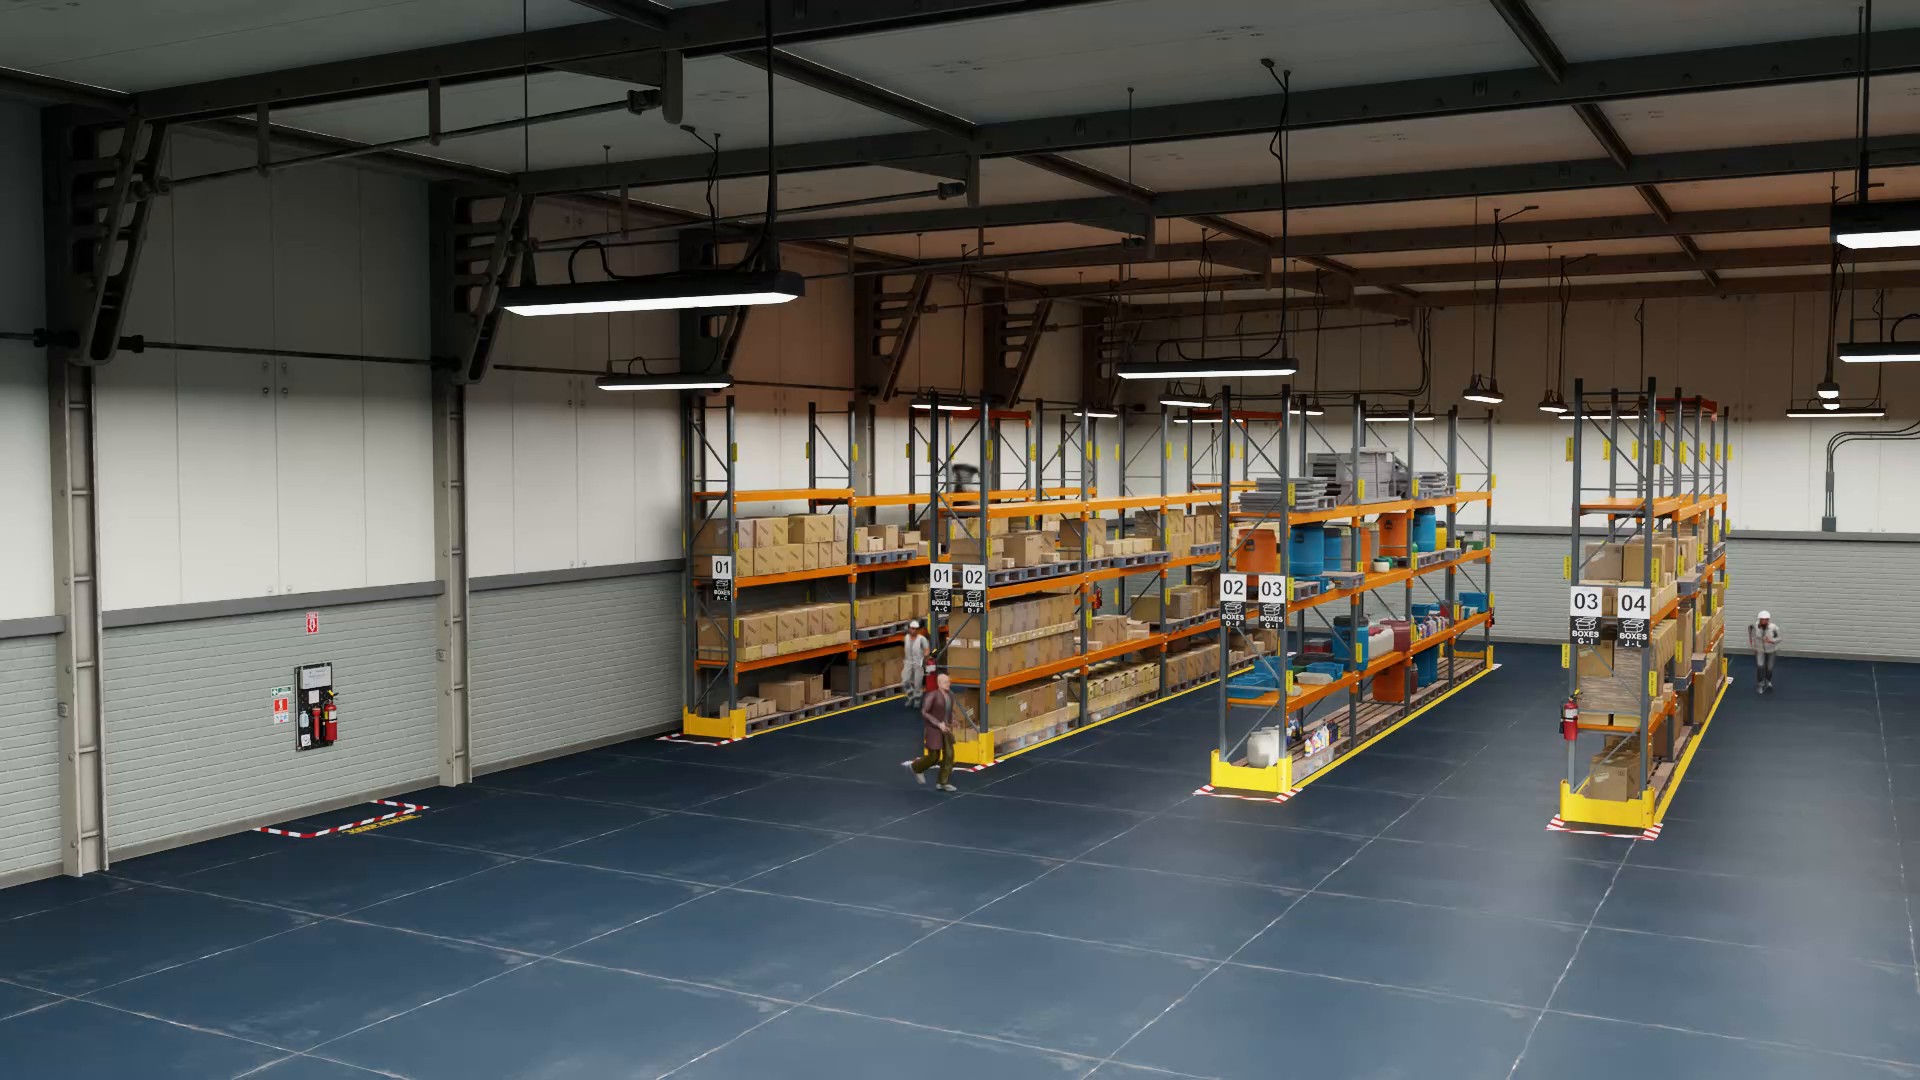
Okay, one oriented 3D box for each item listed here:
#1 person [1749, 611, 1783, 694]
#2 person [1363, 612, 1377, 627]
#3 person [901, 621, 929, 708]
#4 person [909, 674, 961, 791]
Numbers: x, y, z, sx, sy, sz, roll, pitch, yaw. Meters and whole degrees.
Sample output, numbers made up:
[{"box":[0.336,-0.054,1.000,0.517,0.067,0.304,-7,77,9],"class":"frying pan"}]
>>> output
[{"box":[16.827,2.345,34.740,0.670,1.764,0.947,2,4,32],"class":"person"},{"box":[9.165,2.309,36.940,1.051,1.448,0.603,-2,4,-39],"class":"person"},{"box":[-0.891,2.420,32.215,0.649,1.729,0.809,1,3,15],"class":"person"},{"box":[-0.392,2.839,24.723,0.869,1.735,0.713,3,4,44],"class":"person"}]
